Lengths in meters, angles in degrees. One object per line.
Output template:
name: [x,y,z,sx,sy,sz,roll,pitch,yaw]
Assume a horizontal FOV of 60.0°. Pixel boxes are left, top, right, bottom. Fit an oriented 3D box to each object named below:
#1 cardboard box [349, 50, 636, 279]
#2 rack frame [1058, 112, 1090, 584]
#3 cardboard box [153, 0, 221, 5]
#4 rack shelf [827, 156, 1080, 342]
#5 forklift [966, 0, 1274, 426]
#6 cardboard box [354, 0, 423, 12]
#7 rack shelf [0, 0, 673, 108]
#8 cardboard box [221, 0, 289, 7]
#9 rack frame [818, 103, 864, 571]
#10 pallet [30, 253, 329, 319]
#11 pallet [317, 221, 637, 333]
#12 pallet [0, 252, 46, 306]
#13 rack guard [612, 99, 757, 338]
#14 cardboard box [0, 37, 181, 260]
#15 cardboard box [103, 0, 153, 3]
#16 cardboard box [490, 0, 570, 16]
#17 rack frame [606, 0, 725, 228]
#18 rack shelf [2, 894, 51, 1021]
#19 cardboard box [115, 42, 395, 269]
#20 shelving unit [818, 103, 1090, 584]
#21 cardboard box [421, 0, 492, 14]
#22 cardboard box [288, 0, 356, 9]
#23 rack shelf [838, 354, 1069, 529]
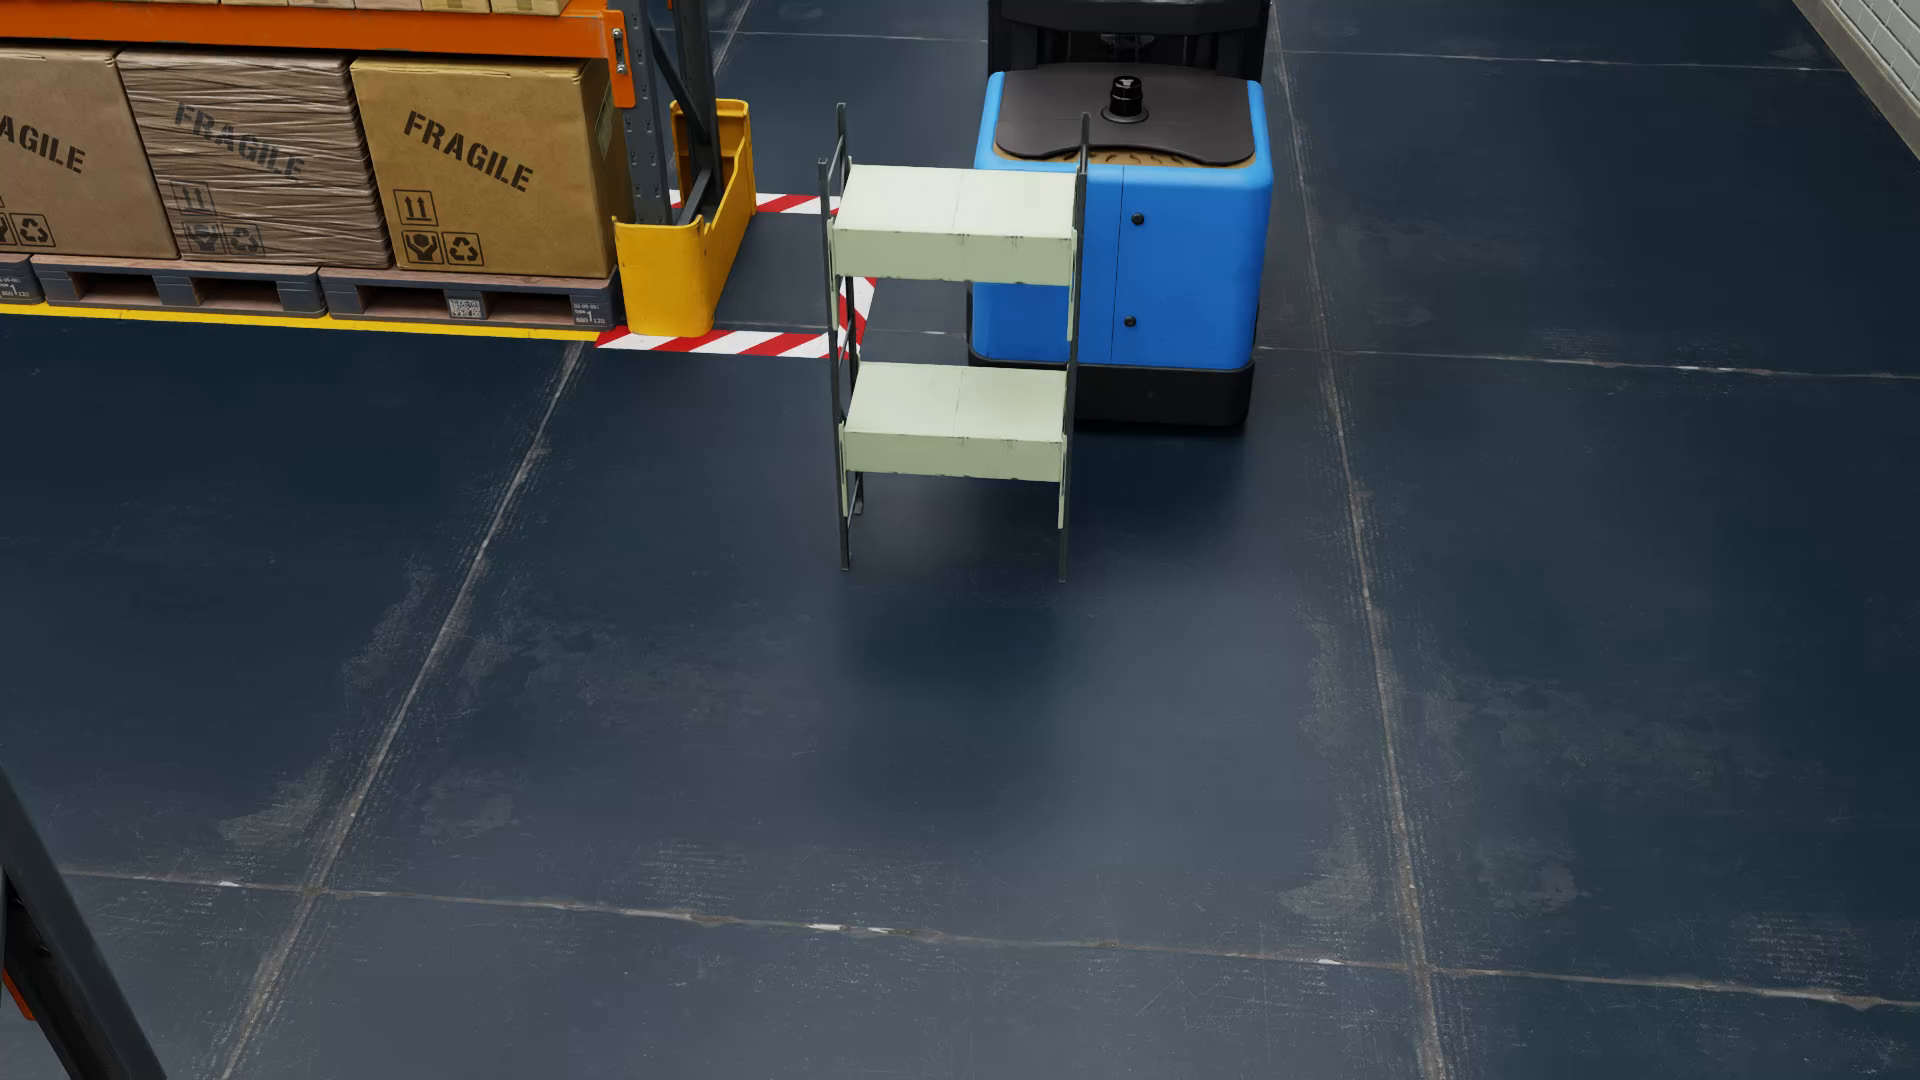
cardboard box: [-1.814,-1.684,6.794,0.875,0.875,0.875,3,39,4]
rack frame: [0.358,-0.562,5.252,0.023,1.500,0.400,3,39,4]
cardboard box: [-2.829,-2.144,6.207,0.250,0.149,0.380,3,39,4]
rack shelf: [-0.007,-0.885,5.031,0.720,0.370,0.431,3,39,4]
forklift: [0.674,-2.476,6.470,1.130,2.935,3.031,3,39,4]
cardboard box: [-2.063,-2.103,6.157,0.250,0.149,0.380,3,39,4]
rack shelf: [-3.162,-2.191,6.635,4.000,0.370,1.077,3,39,4]
cardboard box: [-2.571,-2.131,6.190,0.250,0.149,0.380,2,39,3]
rack frame: [-0.371,-0.602,5.301,0.023,1.500,0.400,3,39,4]
pallet: [-3.185,-1.342,7.231,1.213,0.211,1.003,3,39,4]
pallet: [-1.973,-1.274,7.148,1.213,0.211,1.003,3,39,4]
pallet: [-4.404,-1.407,7.311,1.213,0.211,1.003,3,39,4]
rack guard: [-1.146,-1.390,7.062,0.348,0.500,1.175,3,39,4]
cardboard box: [-3.608,-1.782,6.914,0.875,0.875,0.875,3,39,4]
cardboard box: [-3.076,-2.159,6.226,0.250,0.149,0.380,4,39,5]
cardboard box: [-1.553,-2.076,6.123,0.250,0.149,0.380,4,39,5]
rack frame: [-1.170,-2.361,6.274,0.127,3.000,1.000,3,39,4]
rack shelf: [-3.691,0.923,2.810,4.000,0.370,1.077,3,39,4]
cardboard box: [-2.721,-1.734,6.854,0.875,0.875,0.875,3,39,4]
shelving unit: [-0.007,-0.582,5.277,0.755,1.500,0.431,3,39,4]
cardboard box: [-1.812,-2.089,6.139,0.250,0.149,0.380,4,39,4]
cardboard box: [-2.312,-2.118,6.174,0.250,0.149,0.380,4,39,5]
rack shelf: [-0.007,-0.329,5.483,0.720,0.370,0.431,3,39,4]
